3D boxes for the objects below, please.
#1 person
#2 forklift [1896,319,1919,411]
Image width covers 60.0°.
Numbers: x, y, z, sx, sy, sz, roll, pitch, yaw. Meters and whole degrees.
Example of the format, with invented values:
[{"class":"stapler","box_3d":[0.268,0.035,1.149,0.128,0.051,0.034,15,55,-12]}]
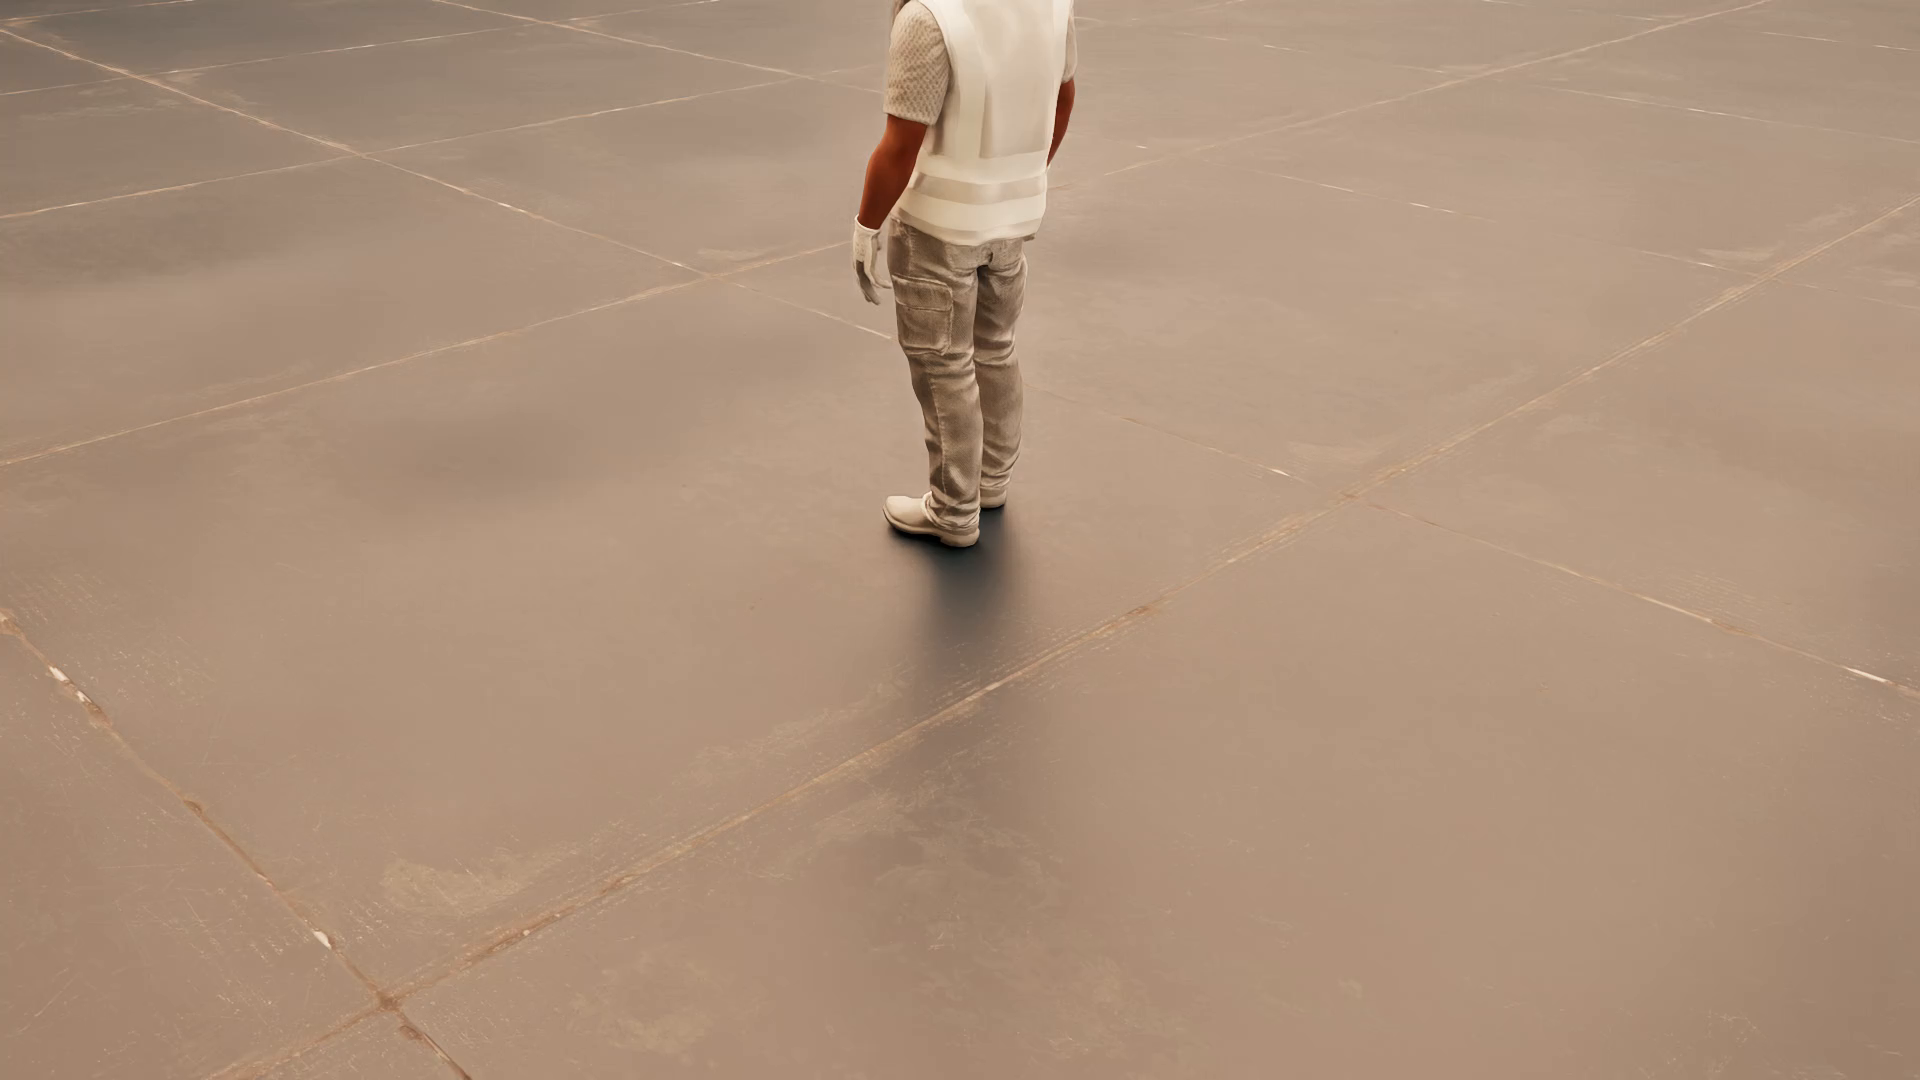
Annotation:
[{"class":"person","box_3d":[-0.045,-0.833,4.198,0.657,1.783,0.575,-24,35,-39]},{"class":"forklift","box_3d":[4.544,-1.595,4.465,3.031,2.935,1.130,-3,26,-7]}]
